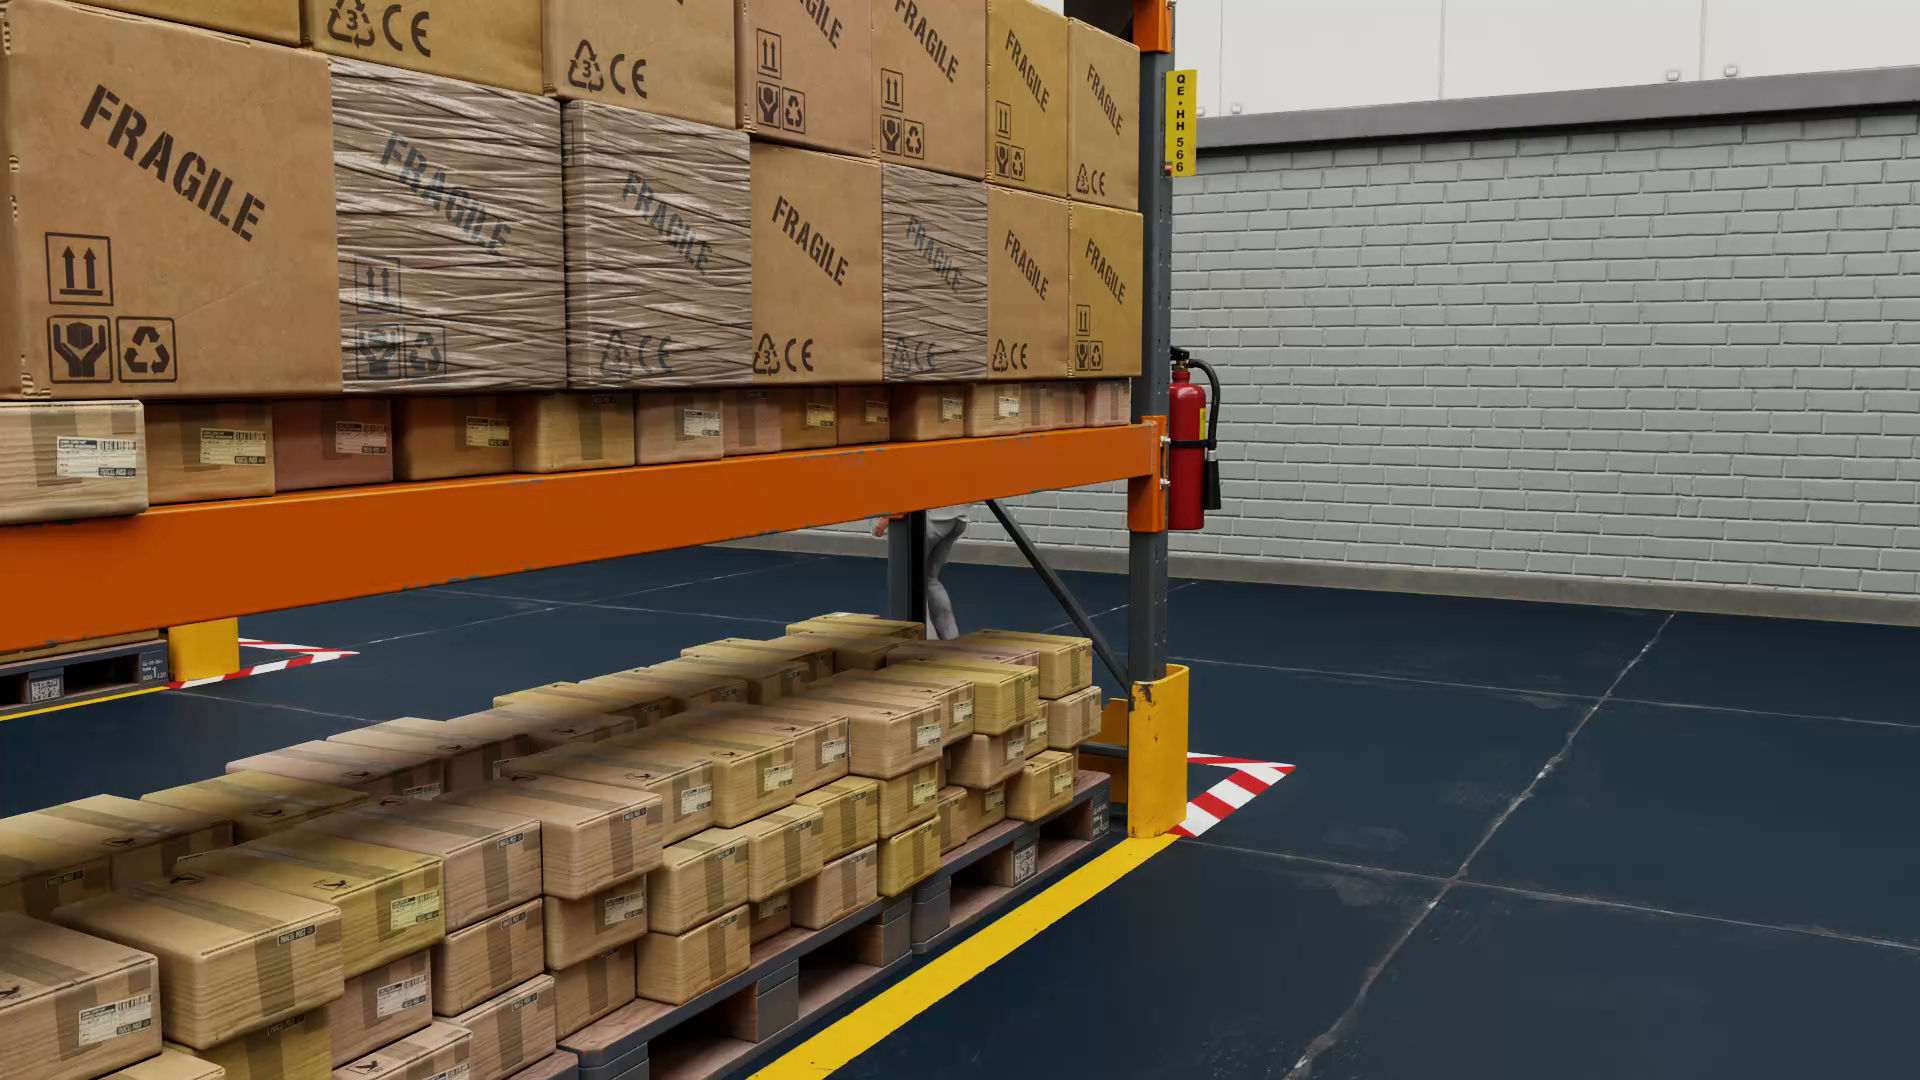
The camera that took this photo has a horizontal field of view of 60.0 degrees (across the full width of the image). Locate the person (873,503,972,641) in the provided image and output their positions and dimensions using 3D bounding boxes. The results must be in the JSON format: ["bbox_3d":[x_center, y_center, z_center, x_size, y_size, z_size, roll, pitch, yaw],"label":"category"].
[{"bbox_3d":[-0.173,-0.105,7.858,0.418,1.538,0.433,4,7,30],"label":"person"}]
